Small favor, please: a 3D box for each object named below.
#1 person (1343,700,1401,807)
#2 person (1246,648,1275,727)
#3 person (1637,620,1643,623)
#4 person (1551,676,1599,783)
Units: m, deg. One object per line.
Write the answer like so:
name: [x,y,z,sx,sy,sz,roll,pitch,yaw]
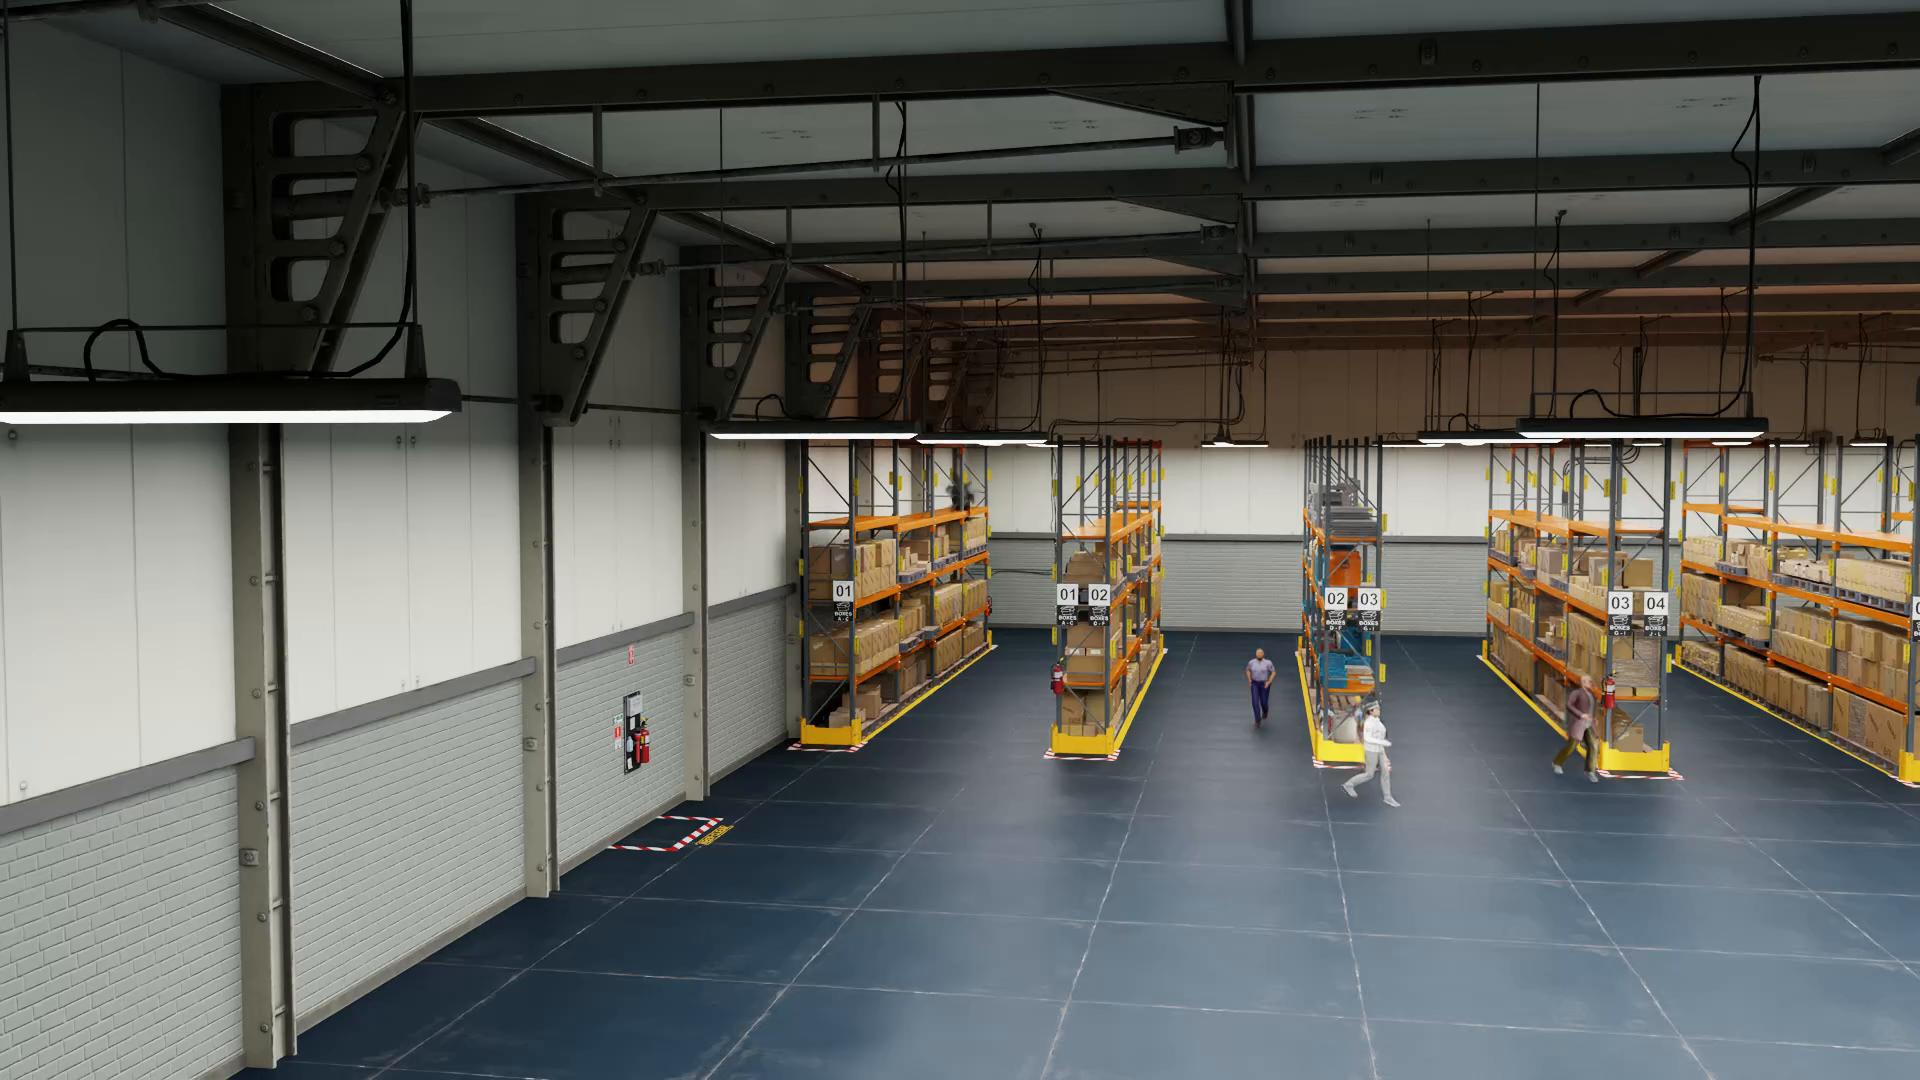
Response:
person: [6.658,3.425,26.827,0.932,1.703,0.628,2,4,34]
person: [6.259,3.059,34.668,0.617,1.621,0.732,1,3,16]
person: [17.889,2.521,44.461,0.649,1.588,0.530,3,4,45]
person: [10.906,3.267,29.069,0.763,1.791,0.967,-1,3,-24]
